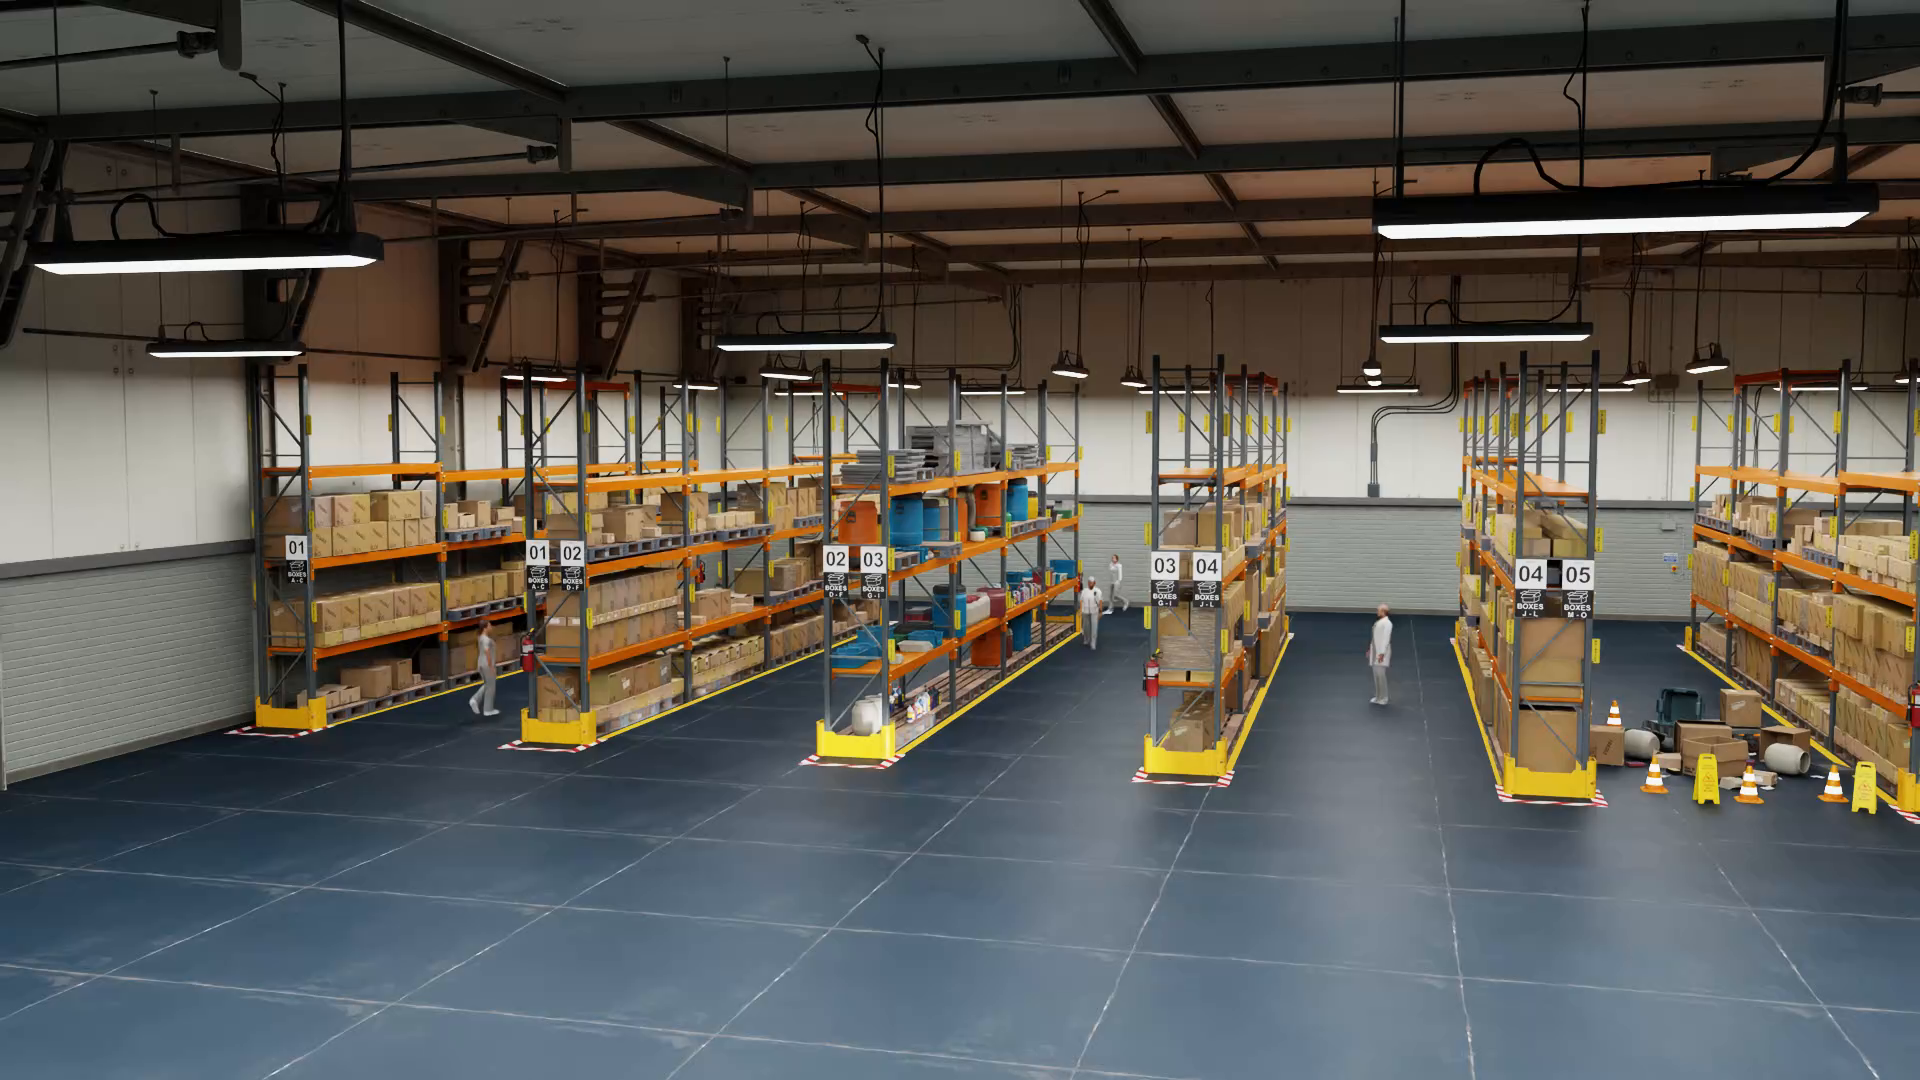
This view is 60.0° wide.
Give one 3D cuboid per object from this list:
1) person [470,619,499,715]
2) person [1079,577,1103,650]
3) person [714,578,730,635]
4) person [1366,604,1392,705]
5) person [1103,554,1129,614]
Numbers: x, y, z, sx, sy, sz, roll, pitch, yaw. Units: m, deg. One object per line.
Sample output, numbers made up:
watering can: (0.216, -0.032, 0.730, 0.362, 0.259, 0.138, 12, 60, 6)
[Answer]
person: (-8.167, 2.194, 28.566, 0.442, 1.649, 0.524, 4, 6, 44)
person: (2.934, 1.630, 37.236, 0.525, 1.621, 0.978, 1, 4, 8)
person: (-5.217, 1.596, 36.910, 0.438, 1.711, 0.611, 1, 4, 11)
person: (7.586, 2.128, 30.055, 0.446, 1.748, 0.597, -2, 4, -25)
person: (4.133, 1.160, 44.184, 0.668, 1.584, 0.429, -3, 5, -33)
